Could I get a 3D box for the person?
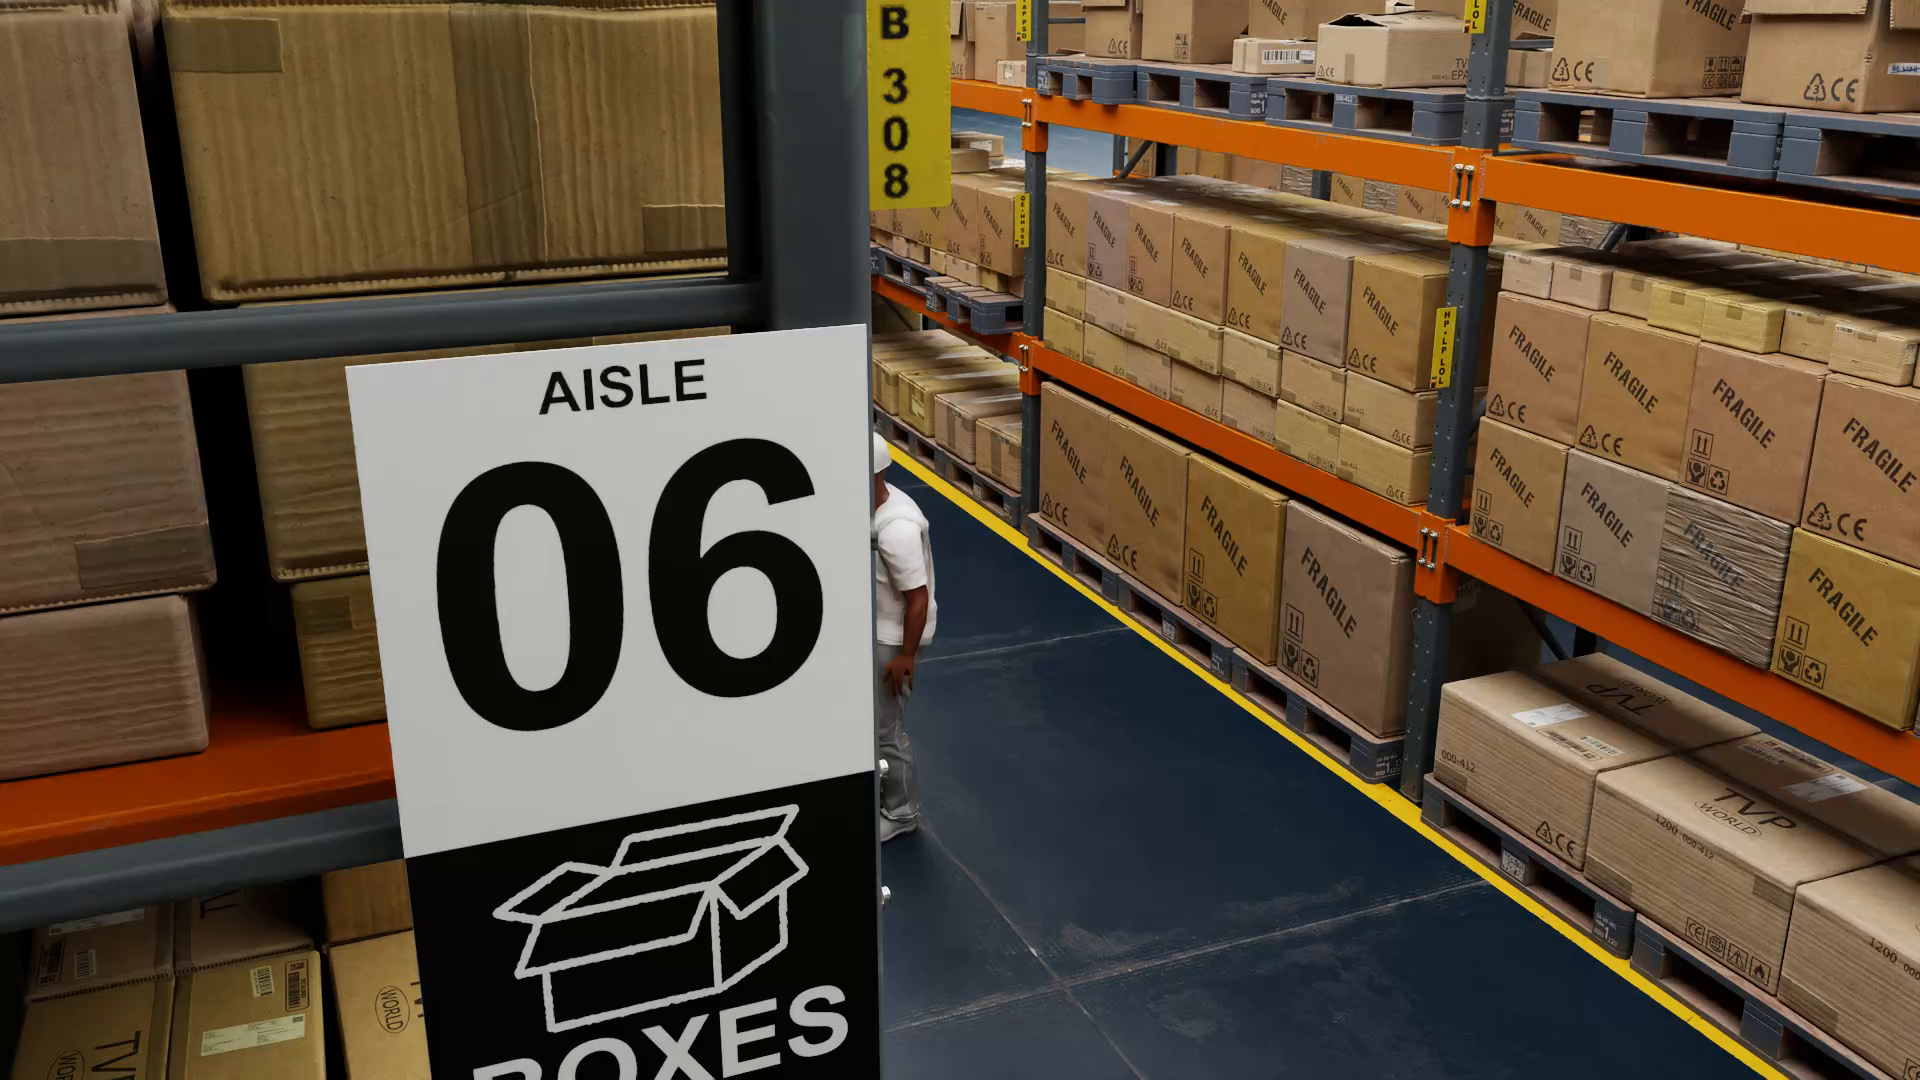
[{"bbox_3d":[-0.348,0.389,6.888,0.462,1.759,0.629,-9,21,-25],"label":"person"}]
